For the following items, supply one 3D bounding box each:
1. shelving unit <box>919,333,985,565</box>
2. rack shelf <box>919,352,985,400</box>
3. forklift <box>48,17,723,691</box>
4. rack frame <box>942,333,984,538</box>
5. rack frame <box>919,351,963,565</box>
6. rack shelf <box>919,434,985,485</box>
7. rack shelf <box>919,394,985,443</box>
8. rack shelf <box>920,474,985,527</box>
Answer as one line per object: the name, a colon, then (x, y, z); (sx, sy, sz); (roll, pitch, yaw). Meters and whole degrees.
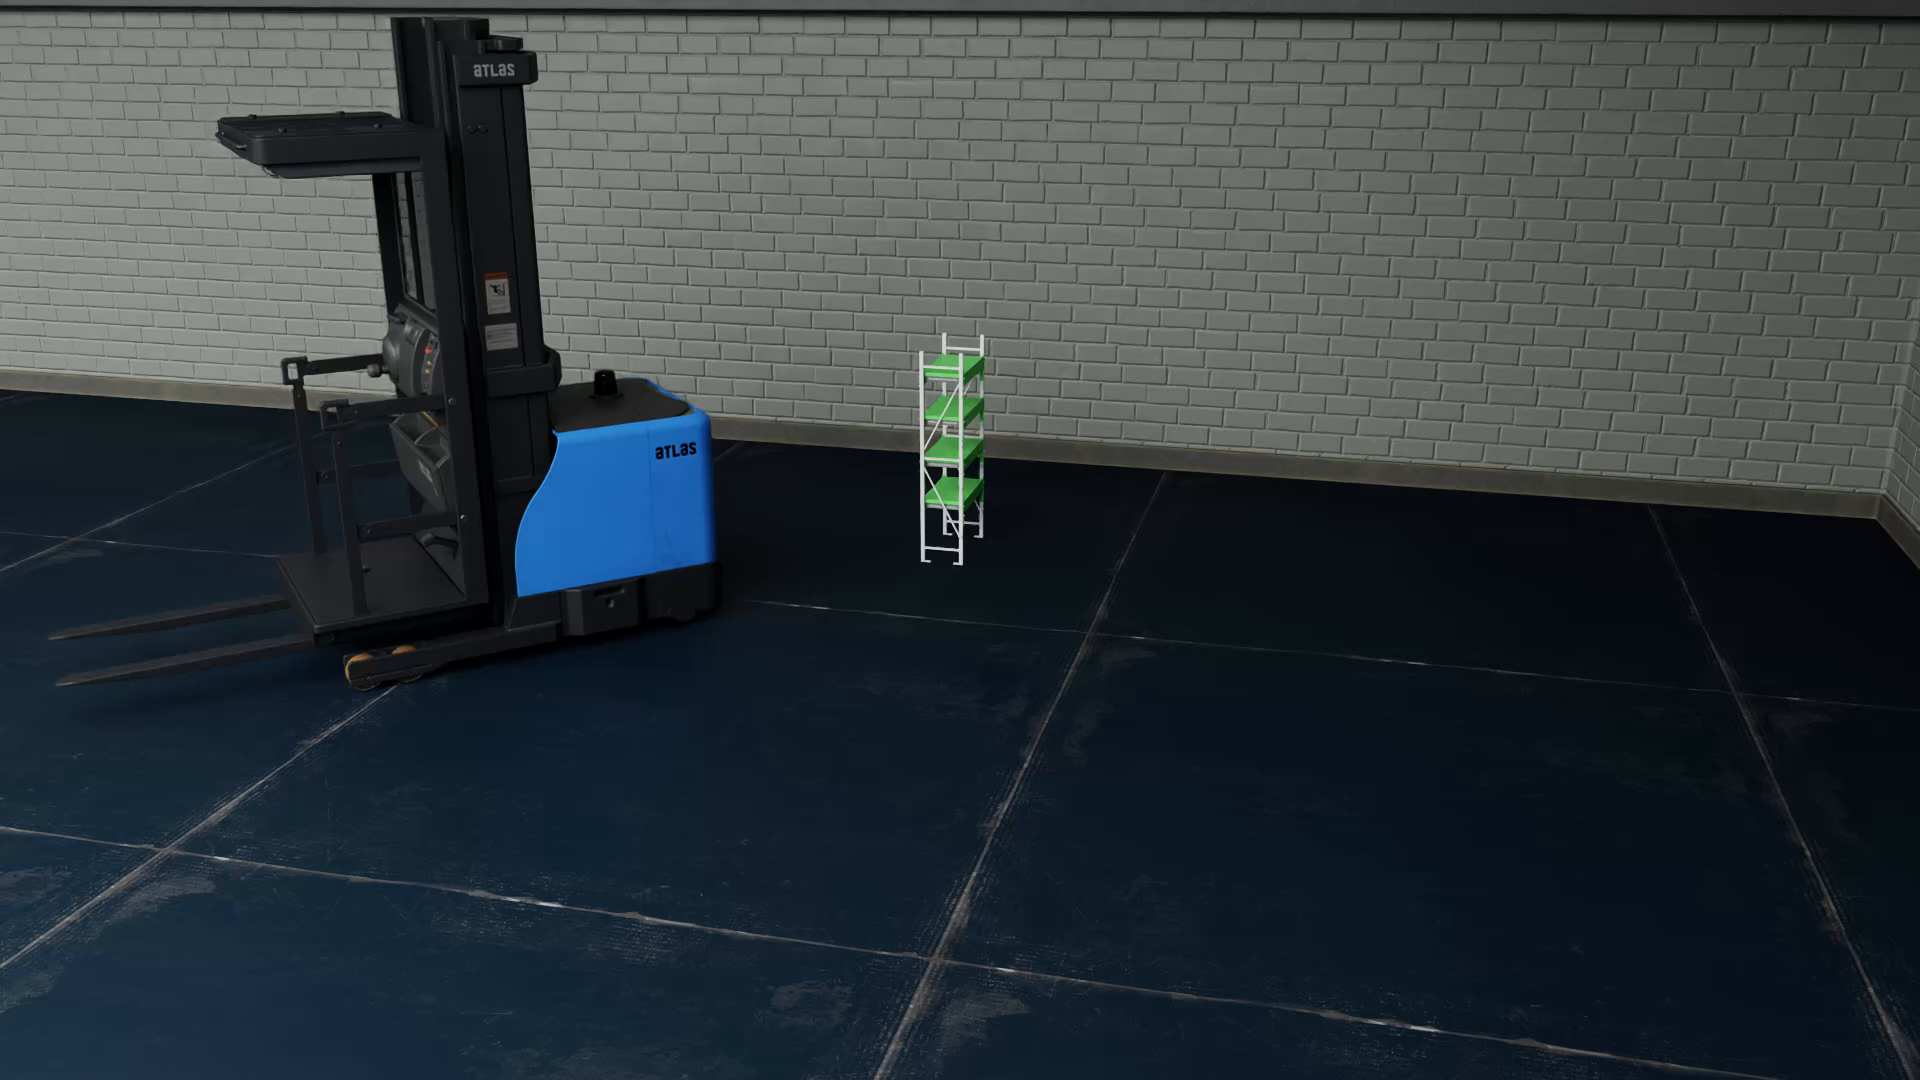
shelving unit: (-0.040, -0.516, 9.342); (0.258, 1.200, 0.503); (5, 19, 13)
rack shelf: (-0.040, -0.910, 9.207); (0.258, 0.148, 0.480); (5, 19, 13)
forklift: (-2.753, -0.888, 7.754); (3.031, 2.935, 1.130); (-11, 22, -28)
rack frame: (0.019, -0.592, 9.566); (0.240, 1.200, 0.015); (5, 19, 13)
rack frame: (-0.100, -0.439, 9.118); (0.240, 1.200, 0.015); (5, 19, 13)
rack shelf: (-0.040, -0.455, 9.362); (0.258, 0.148, 0.480); (5, 19, 13)
rack shelf: (-0.040, -0.683, 9.285); (0.258, 0.148, 0.480); (5, 19, 13)
rack shelf: (-0.040, -0.228, 9.440); (0.258, 0.148, 0.480); (5, 19, 13)
